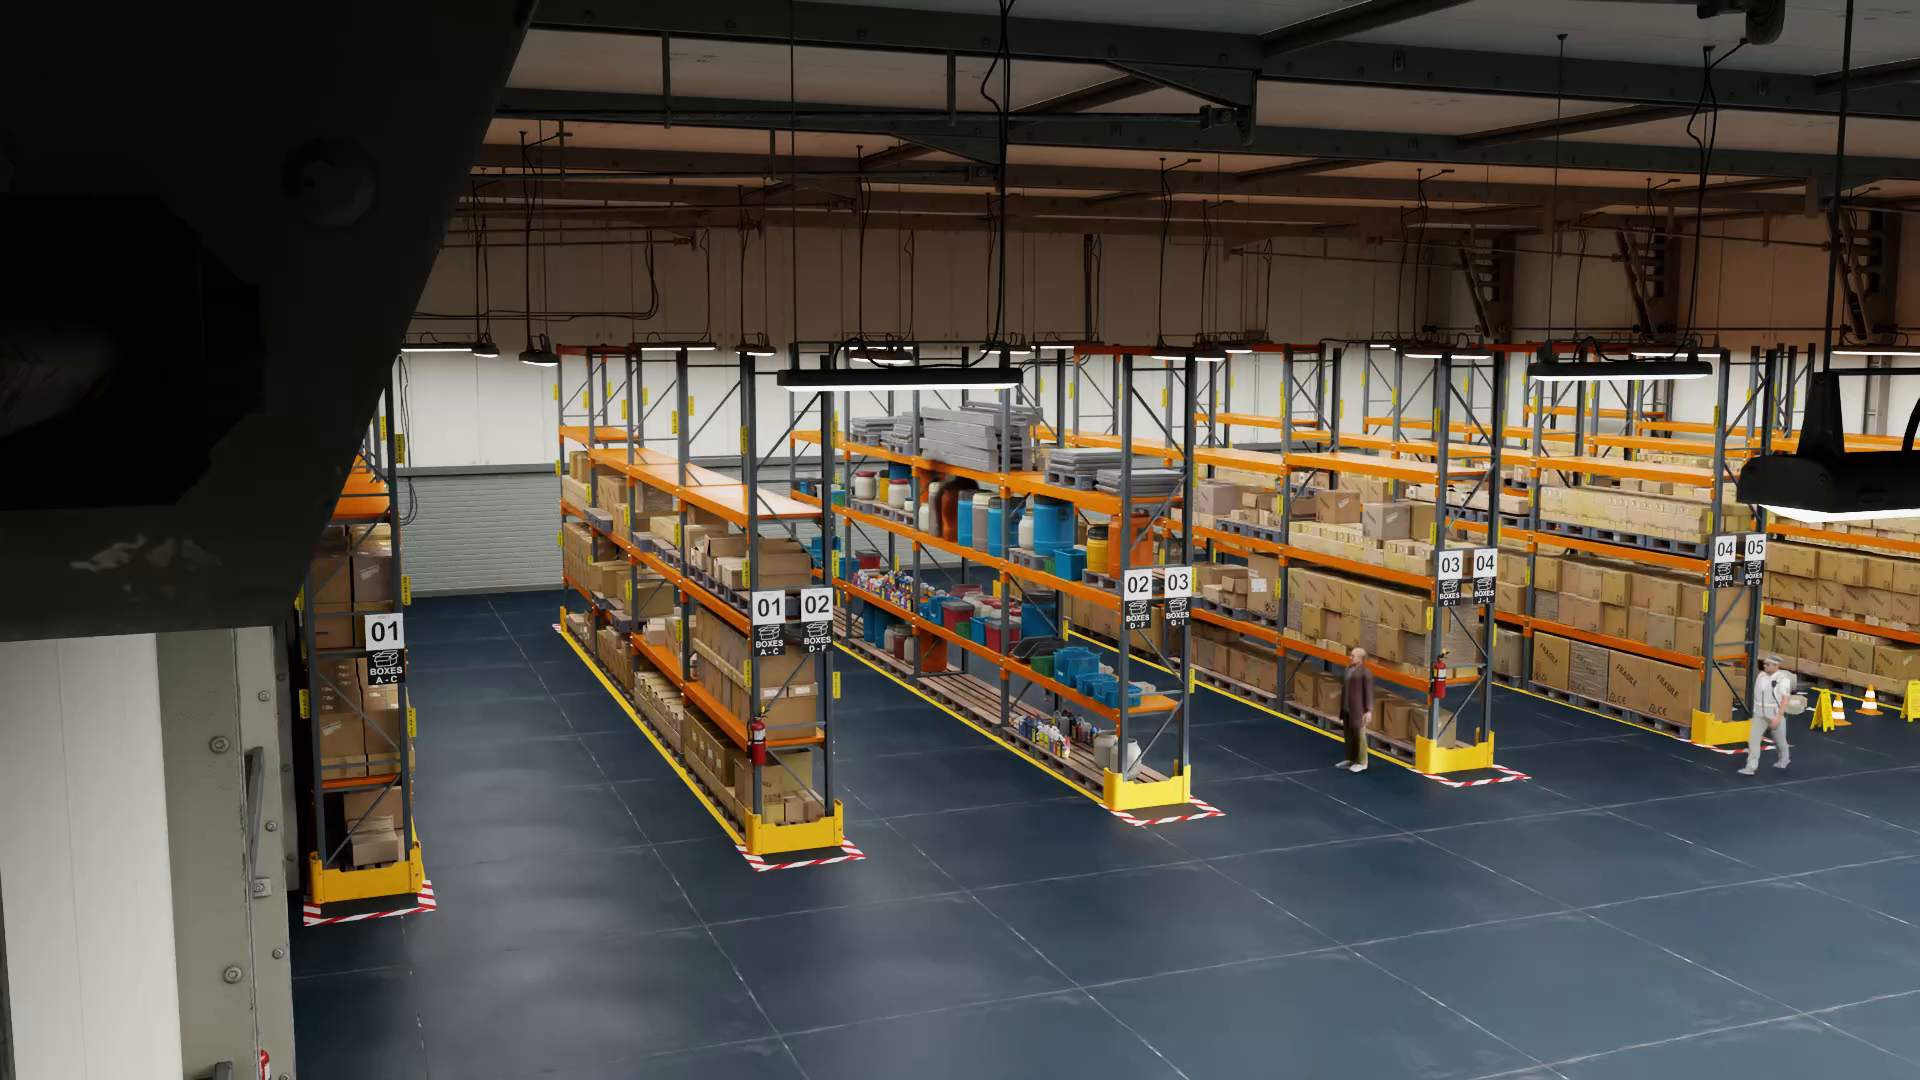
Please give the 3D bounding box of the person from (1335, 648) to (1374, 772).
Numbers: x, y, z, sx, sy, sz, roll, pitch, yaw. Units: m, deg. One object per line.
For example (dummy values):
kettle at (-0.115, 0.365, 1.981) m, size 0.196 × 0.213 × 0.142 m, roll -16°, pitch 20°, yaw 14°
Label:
person at (5.687, 2.429, 23.840) m, size 0.371 × 1.793 × 0.690 m, roll -3°, pitch 8°, yaw -23°

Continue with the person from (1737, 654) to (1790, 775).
person at (11.505, 2.470, 23.627) m, size 1.022 × 1.731 × 0.506 m, roll -7°, pitch 10°, yaw -44°

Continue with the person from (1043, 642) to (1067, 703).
person at (1.560, 1.878, 27.756) m, size 0.473 × 1.674 × 0.383 m, roll 5°, pitch 9°, yaw 35°

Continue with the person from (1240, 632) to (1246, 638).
person at (5.530, 1.400, 32.803) m, size 0.567 × 1.594 × 0.497 m, roll -2°, pitch 8°, yaw -17°
